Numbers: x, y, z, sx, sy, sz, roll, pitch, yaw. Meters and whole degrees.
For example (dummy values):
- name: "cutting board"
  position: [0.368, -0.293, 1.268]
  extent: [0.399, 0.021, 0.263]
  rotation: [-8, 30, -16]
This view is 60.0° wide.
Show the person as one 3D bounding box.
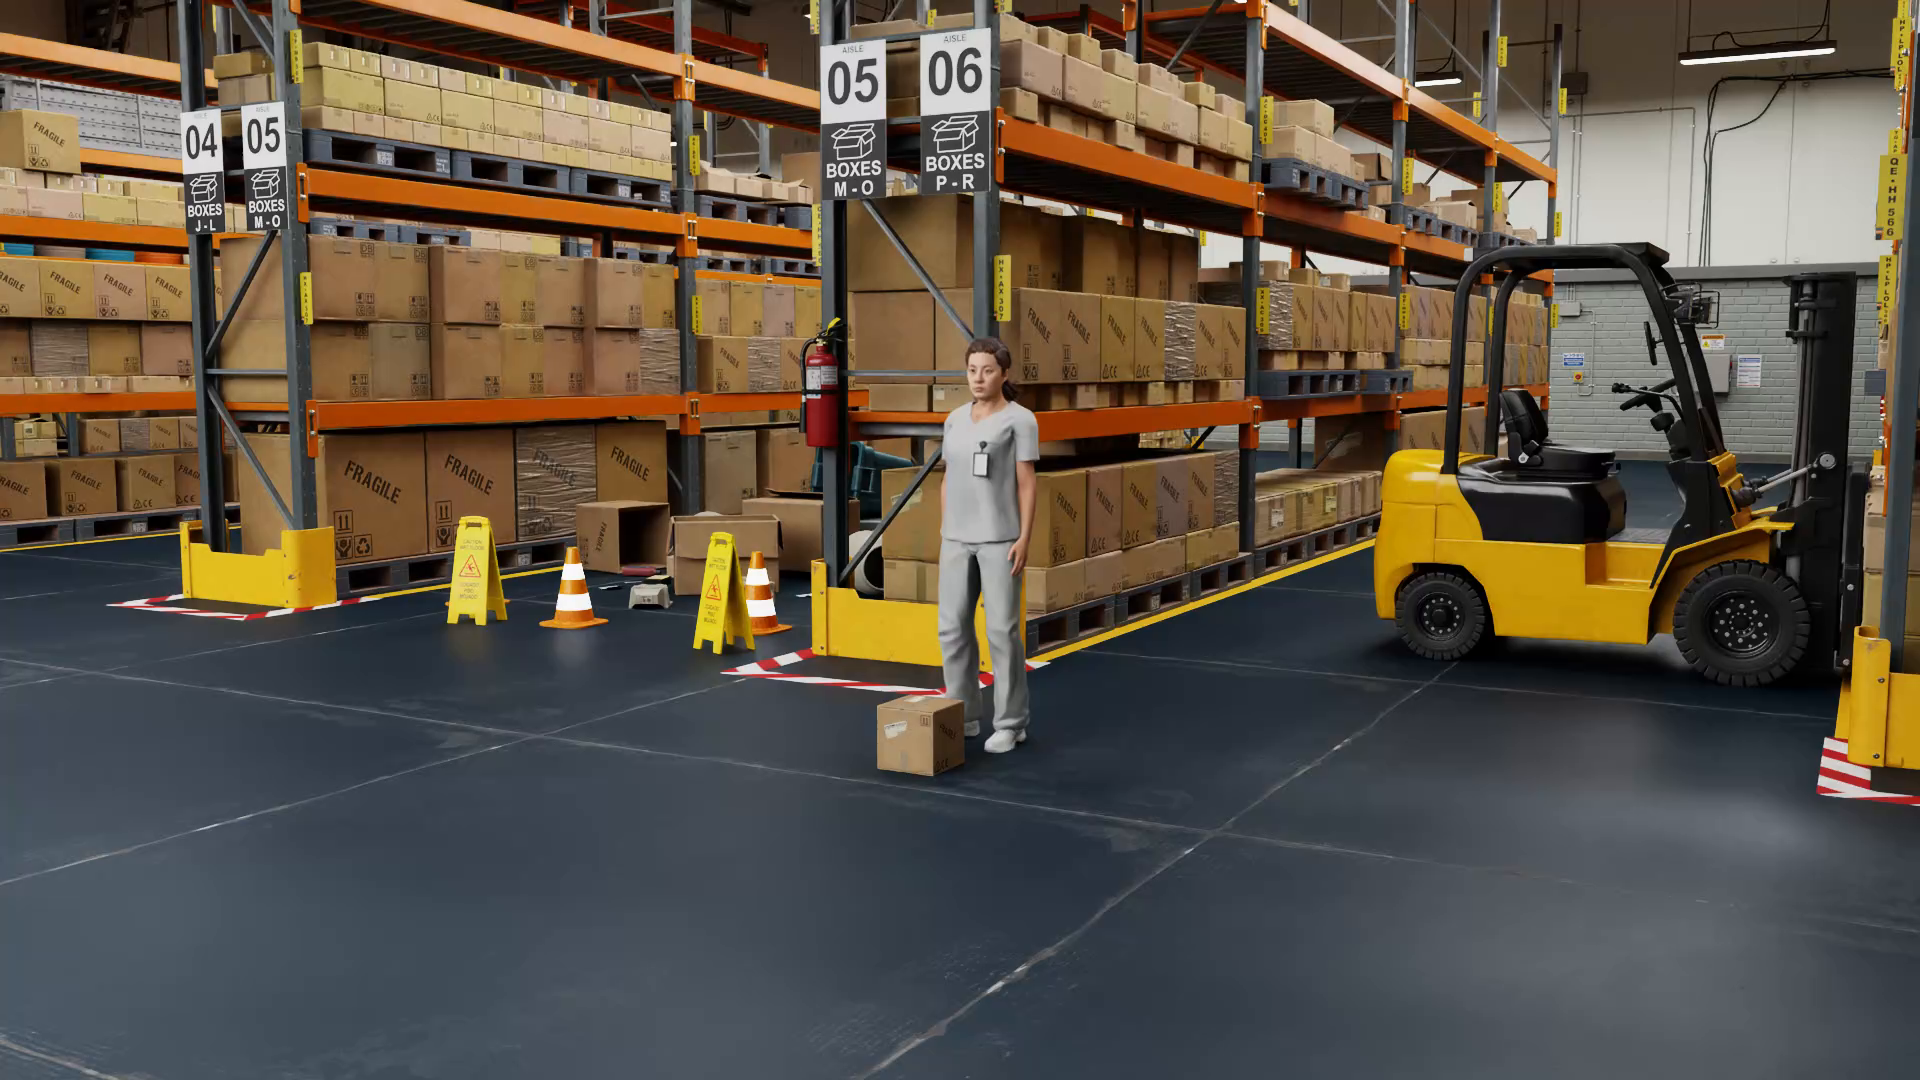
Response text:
- name: "person"
  position: [0.109, 0.012, 6.785]
  extent: [0.444, 1.675, 0.347]
  rotation: [3, 7, 30]
